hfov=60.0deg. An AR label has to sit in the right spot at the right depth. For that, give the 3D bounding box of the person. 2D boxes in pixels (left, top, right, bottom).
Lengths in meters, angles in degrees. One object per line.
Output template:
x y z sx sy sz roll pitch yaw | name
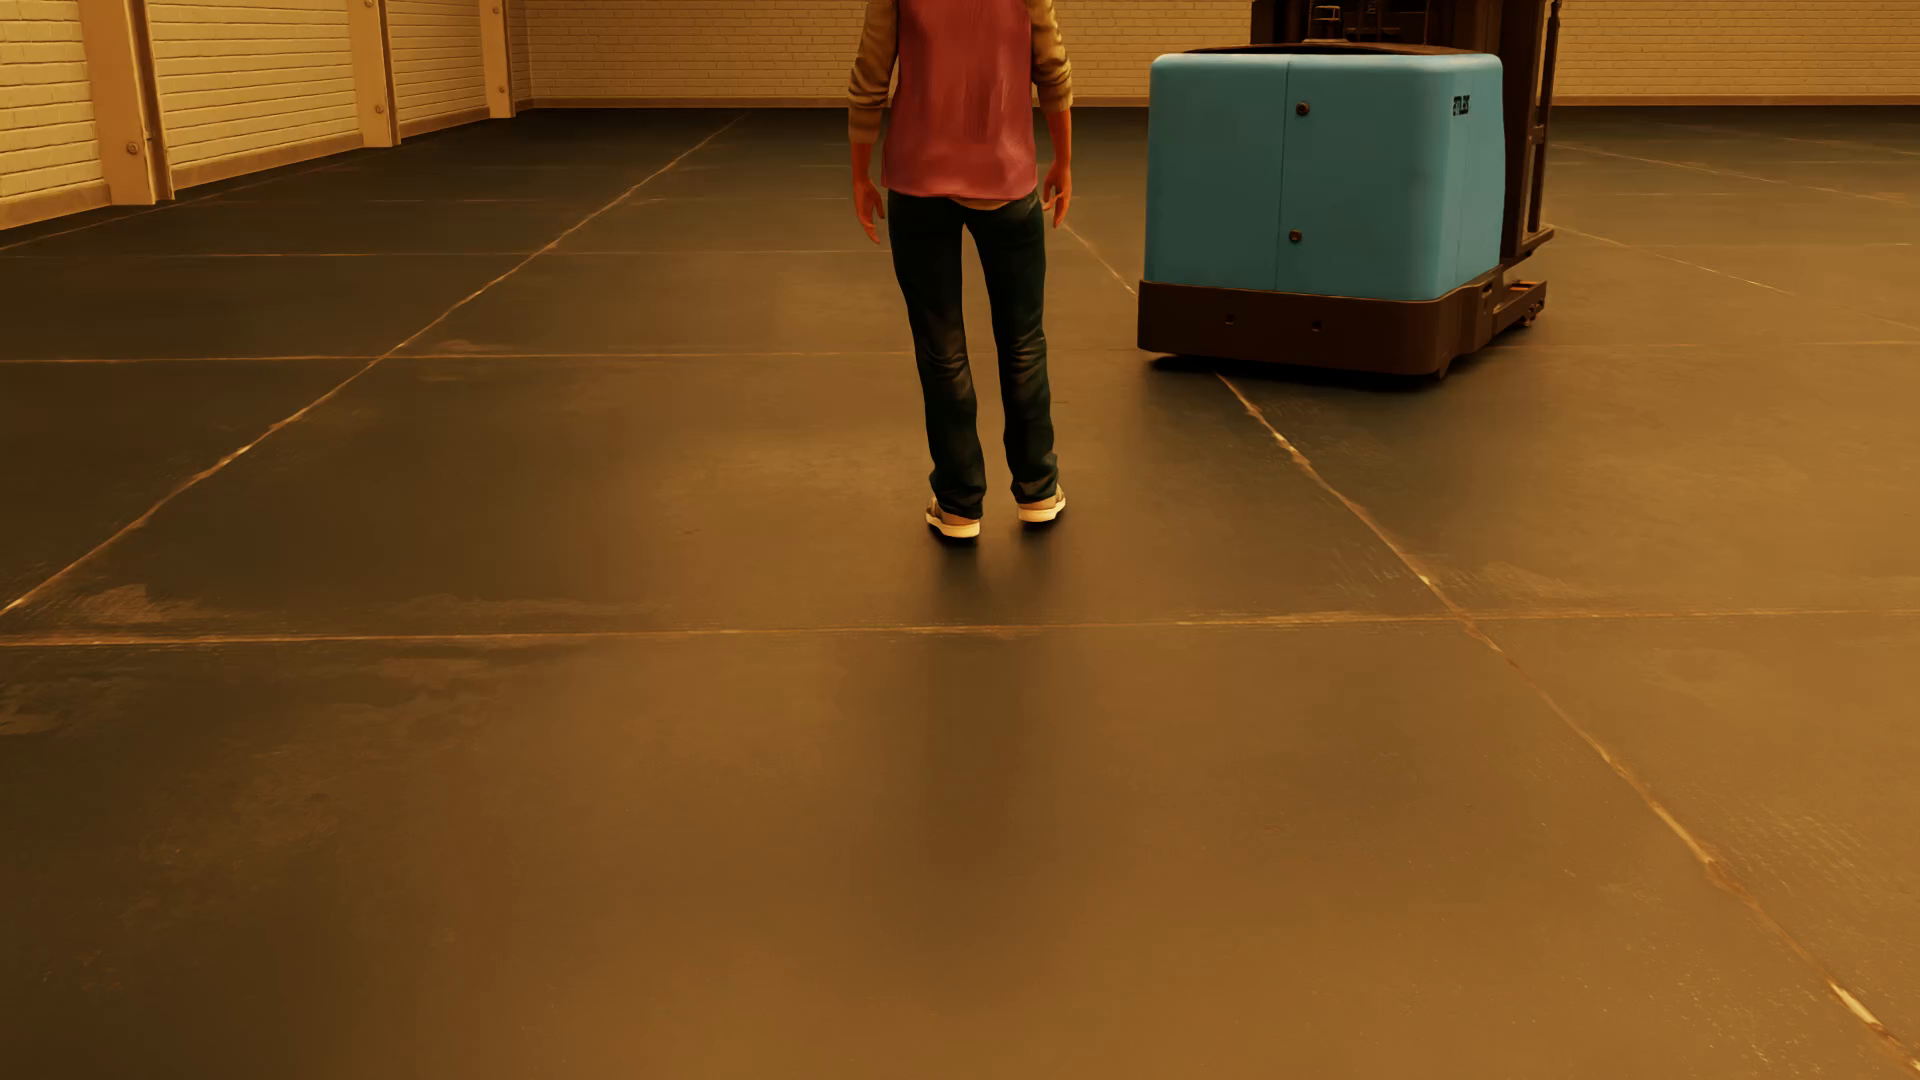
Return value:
0.010 -0.786 3.757 0.521 1.584 0.473 -1 17 -3 | person

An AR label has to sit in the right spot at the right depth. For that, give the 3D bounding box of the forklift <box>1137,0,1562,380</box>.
1.786 -2.320 6.492 1.130 2.935 3.031 9 19 28 | forklift
